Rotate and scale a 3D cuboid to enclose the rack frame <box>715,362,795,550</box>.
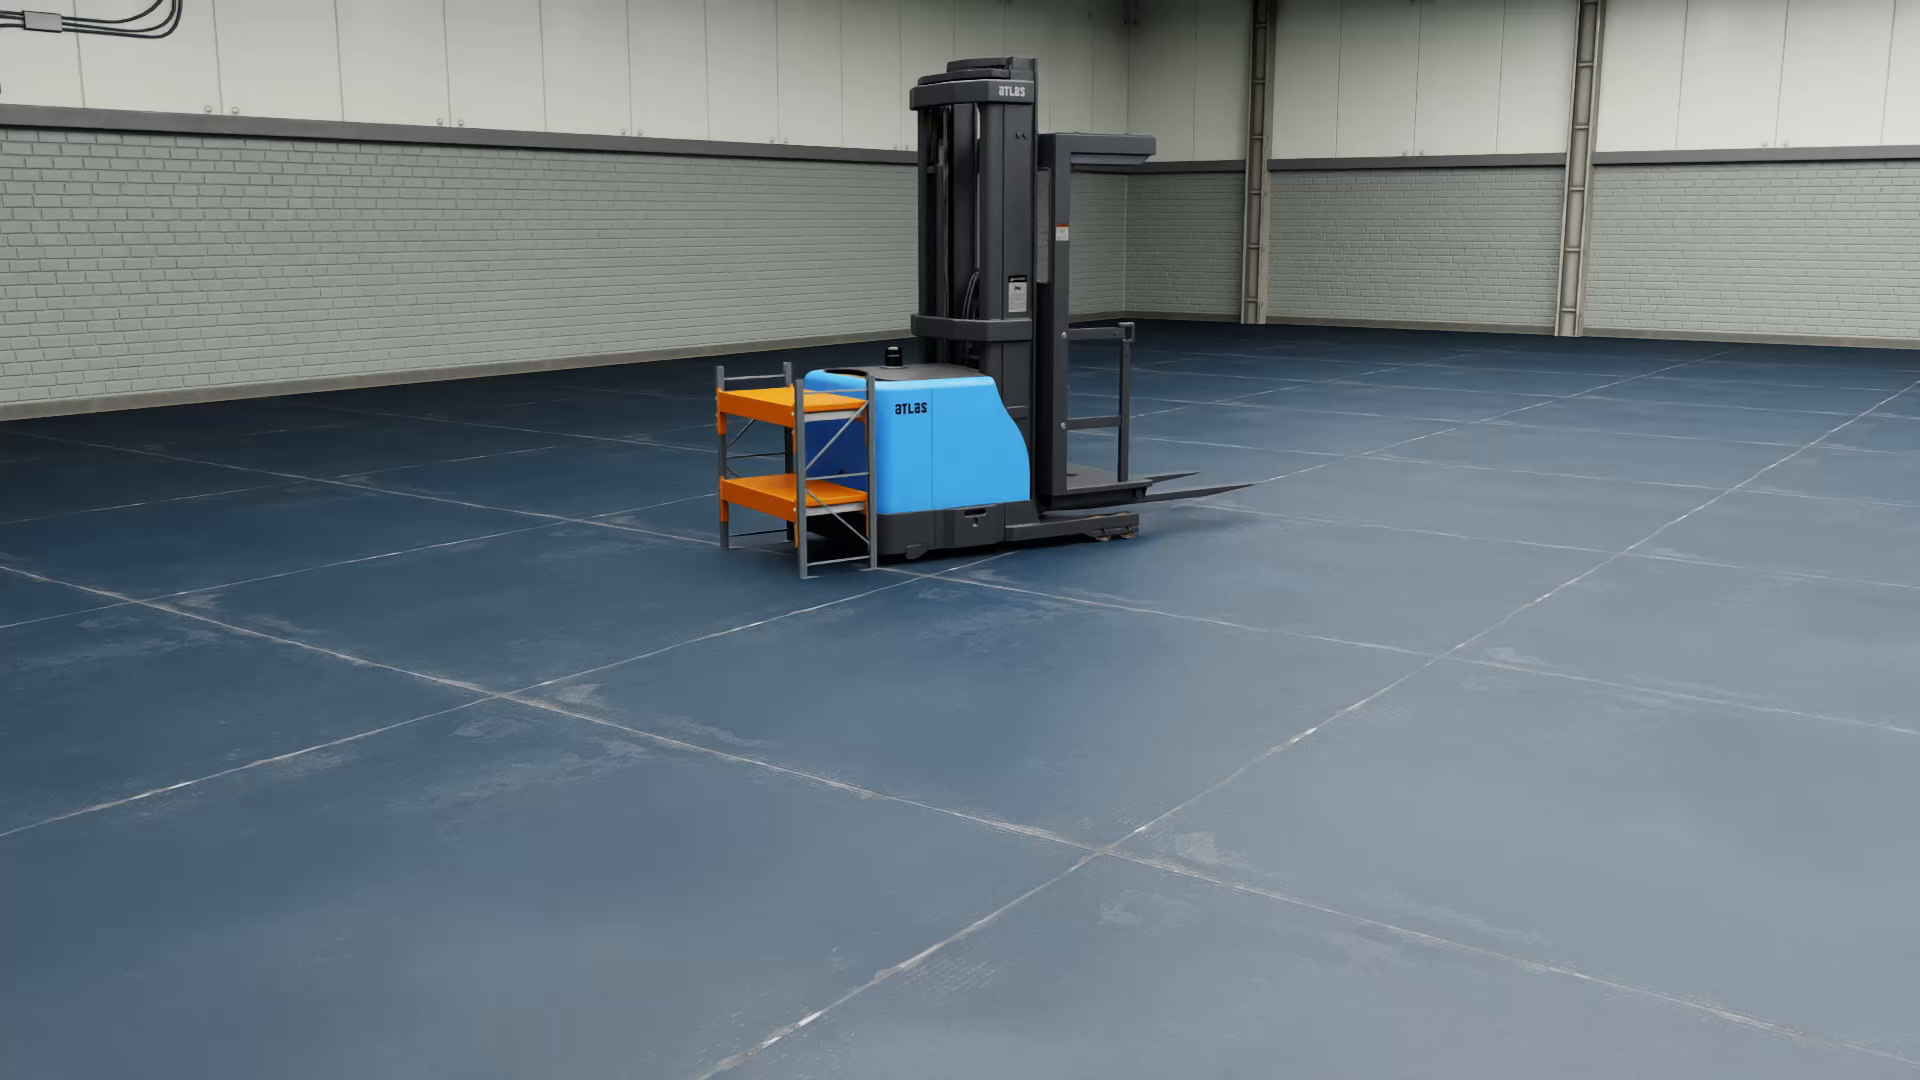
[{"bbox_3d":[-1.257,-0.518,10.244,0.500,1.125,0.032,-7,13,-33],"label":"rack frame"}]

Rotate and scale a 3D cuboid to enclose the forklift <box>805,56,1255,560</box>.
[{"bbox_3d":[0.549,-1.508,10.608,3.031,2.935,1.130,-7,13,-31],"label":"forklift"}]

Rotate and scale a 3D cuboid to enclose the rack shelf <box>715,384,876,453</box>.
[{"bbox_3d":[-0.978,-0.725,9.771,0.538,0.278,1.000,-7,13,-33],"label":"rack shelf"}]

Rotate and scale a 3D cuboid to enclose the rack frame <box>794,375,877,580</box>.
[{"bbox_3d":[-0.699,-0.357,9.410,0.500,1.125,0.032,-7,13,-33],"label":"rack frame"}]

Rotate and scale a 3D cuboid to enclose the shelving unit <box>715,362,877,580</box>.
[{"bbox_3d":[-0.978,-0.438,9.827,0.538,1.125,1.048,-7,13,-33],"label":"shelving unit"}]

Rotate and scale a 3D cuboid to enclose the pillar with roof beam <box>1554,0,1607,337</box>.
[{"bbox_3d":[7.978,-7.287,24.503,0.400,9.000,9.100,8,13,36],"label":"pillar with roof beam"}]

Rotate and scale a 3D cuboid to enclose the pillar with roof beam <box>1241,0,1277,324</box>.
[{"bbox_3d":[3.142,-7.961,27.990,0.548,9.000,9.100,8,13,36],"label":"pillar with roof beam"}]

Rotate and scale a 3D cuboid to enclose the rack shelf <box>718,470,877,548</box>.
[{"bbox_3d":[-0.977,-0.198,9.874,0.538,0.278,1.000,-7,13,-33],"label":"rack shelf"}]

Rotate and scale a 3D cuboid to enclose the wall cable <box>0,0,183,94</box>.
[{"bbox_3d":[-8.915,-7.453,16.408,0.169,6.003,2.305,8,13,36],"label":"wall cable"}]
